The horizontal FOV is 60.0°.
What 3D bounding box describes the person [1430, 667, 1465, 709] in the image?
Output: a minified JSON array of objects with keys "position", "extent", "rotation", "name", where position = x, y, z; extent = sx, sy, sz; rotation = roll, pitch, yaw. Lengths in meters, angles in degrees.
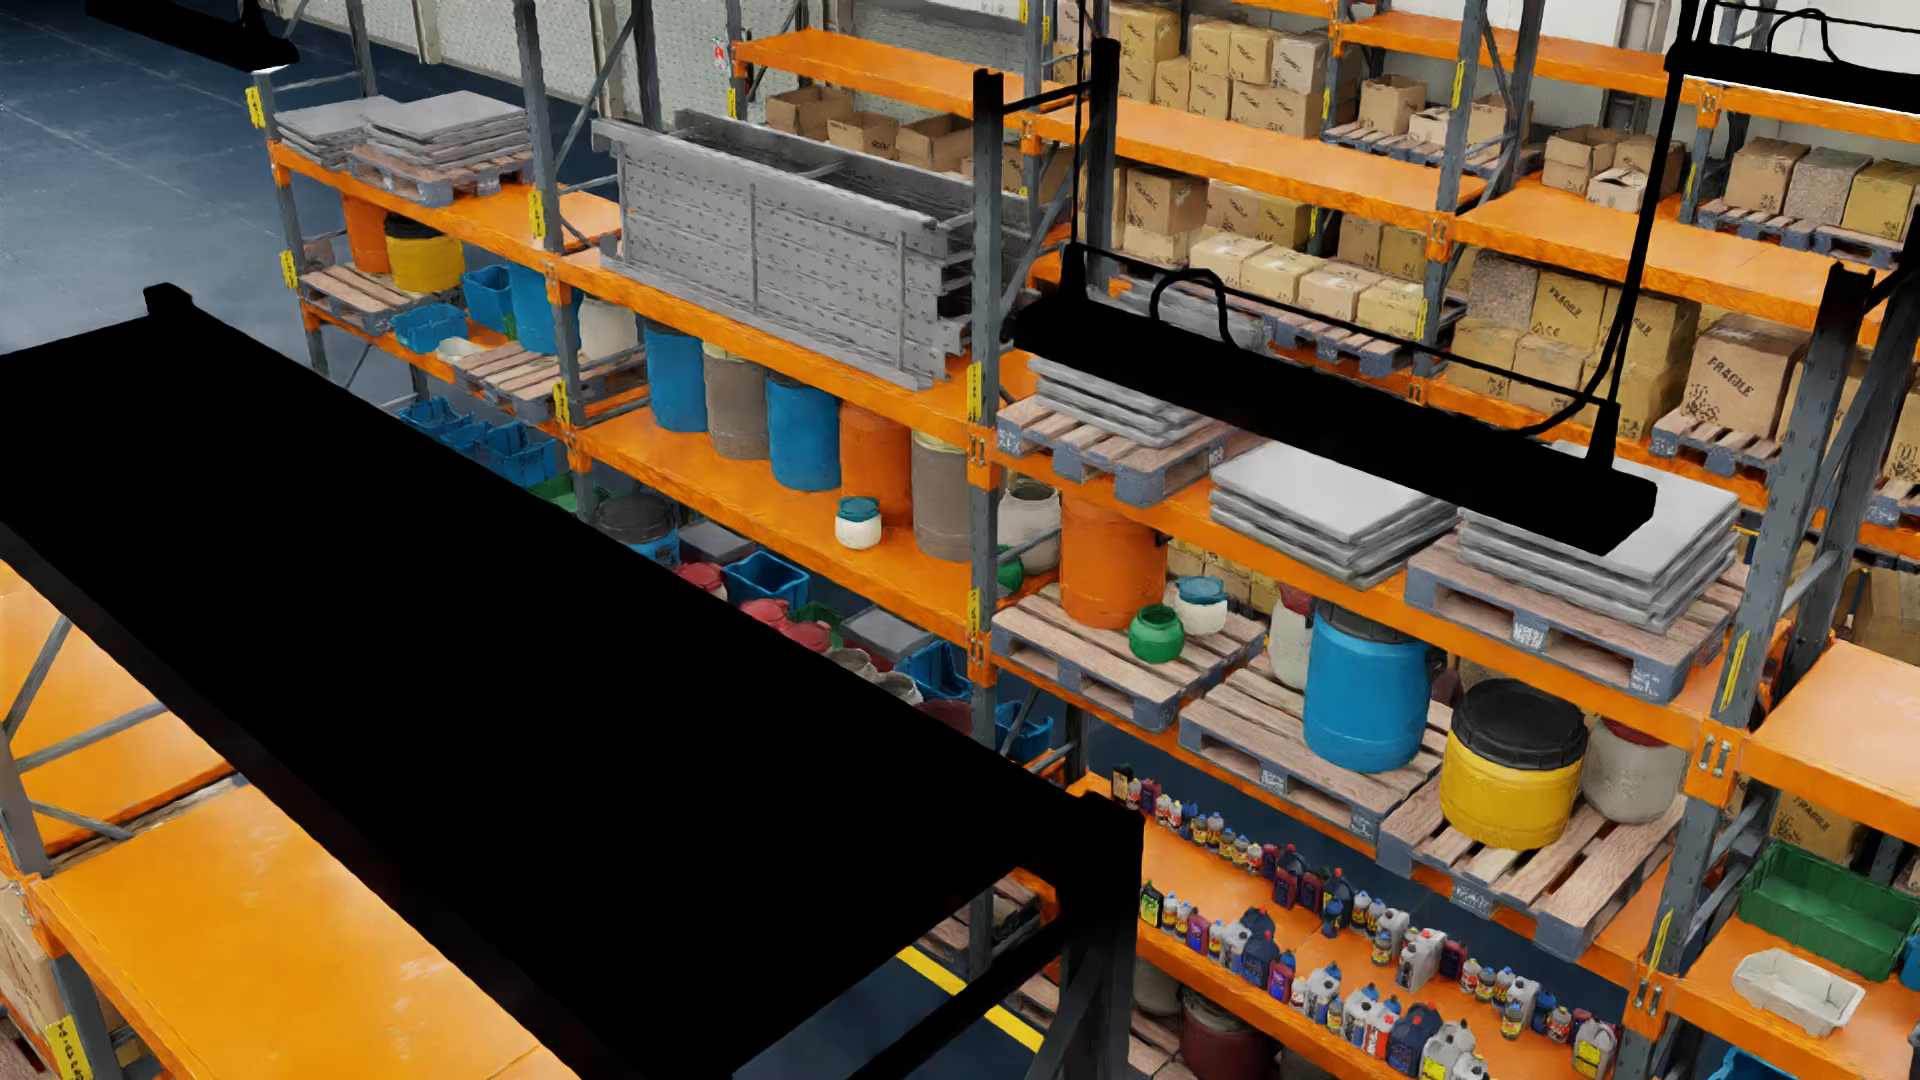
[{"position":[3.326,1.503,11.798],"extent":[0.538,1.717,0.729],"rotation":[24,37,36],"name":"person"}]
